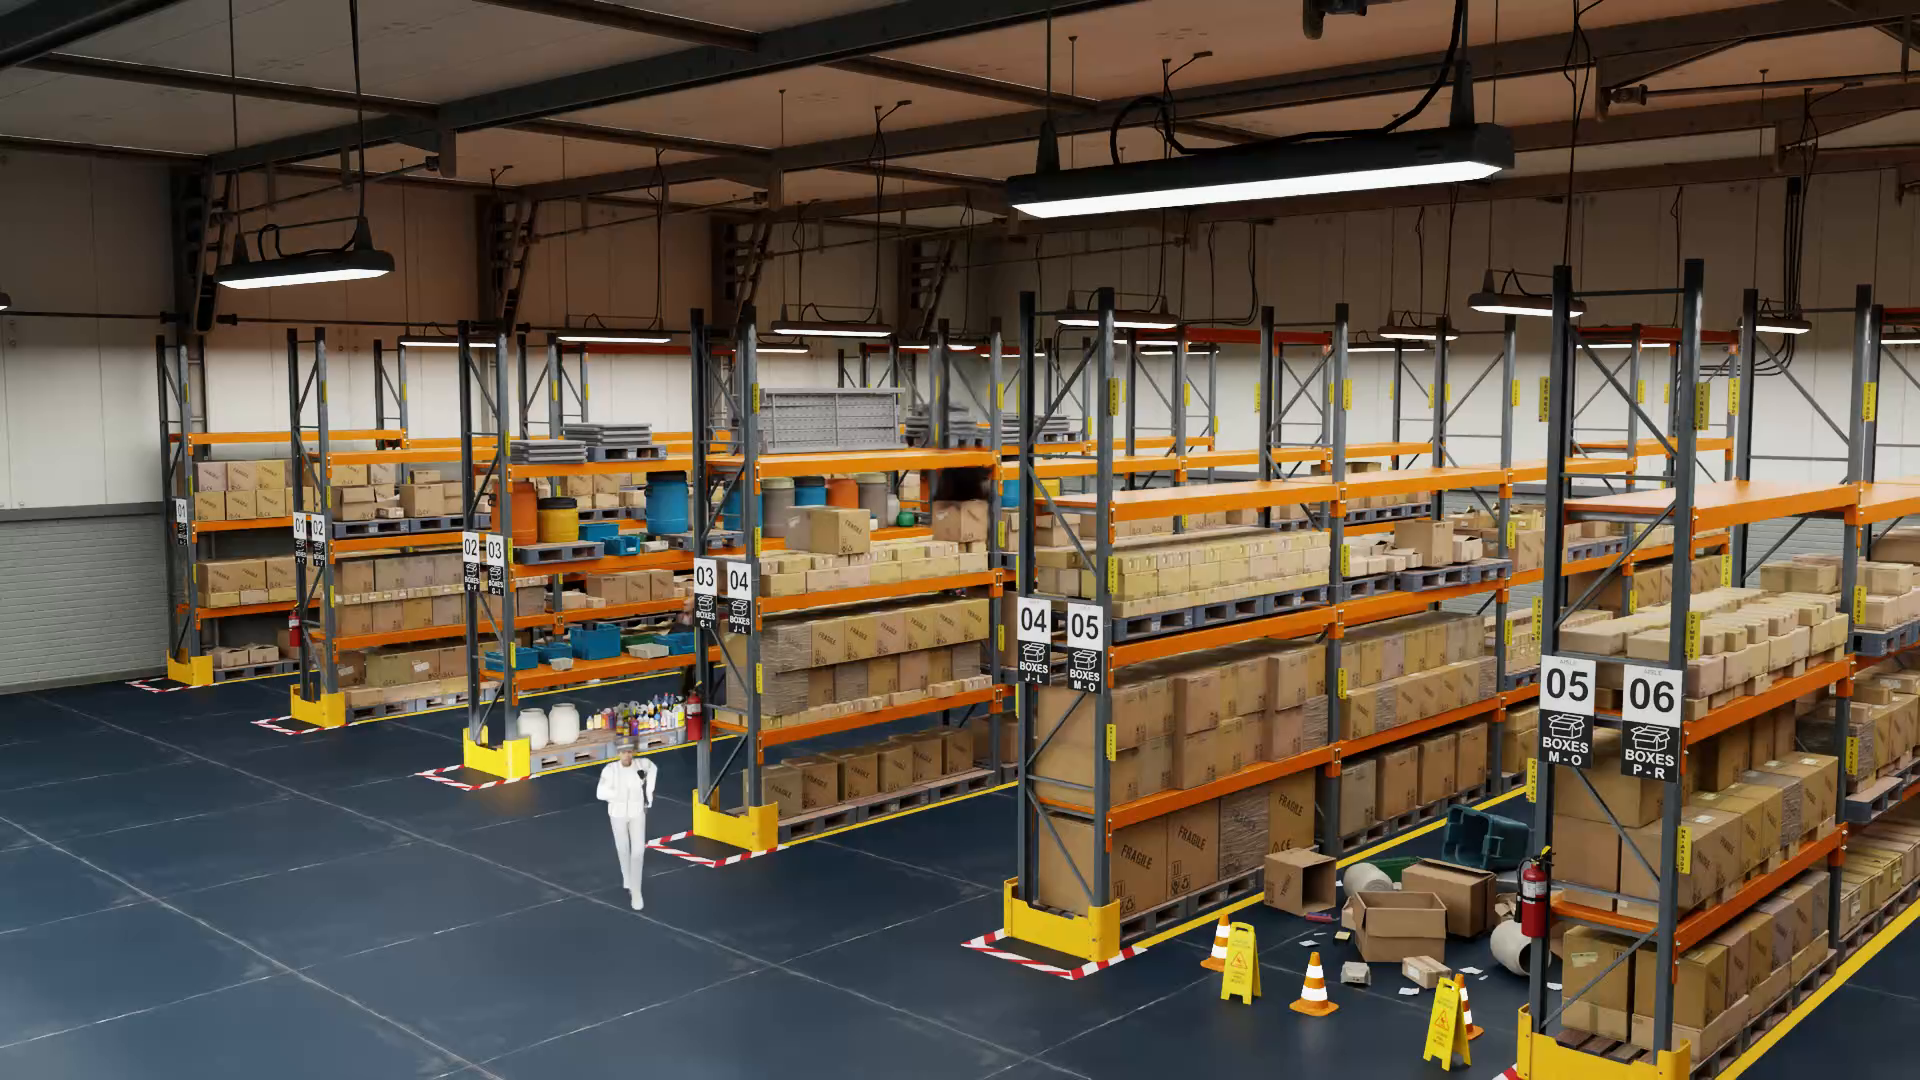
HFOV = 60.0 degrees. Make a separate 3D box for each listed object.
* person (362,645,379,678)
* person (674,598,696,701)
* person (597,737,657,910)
[{"bbox_3d":[-9.711,1.720,27.645,0.669,1.770,0.799,4,7,38],"label":"person"},{"bbox_3d":[-4.283,1.802,26.467,0.712,1.776,0.954,3,6,30],"label":"person"},{"bbox_3d":[-3.316,2.788,16.610,0.593,1.744,0.833,-1,5,-11],"label":"person"}]
